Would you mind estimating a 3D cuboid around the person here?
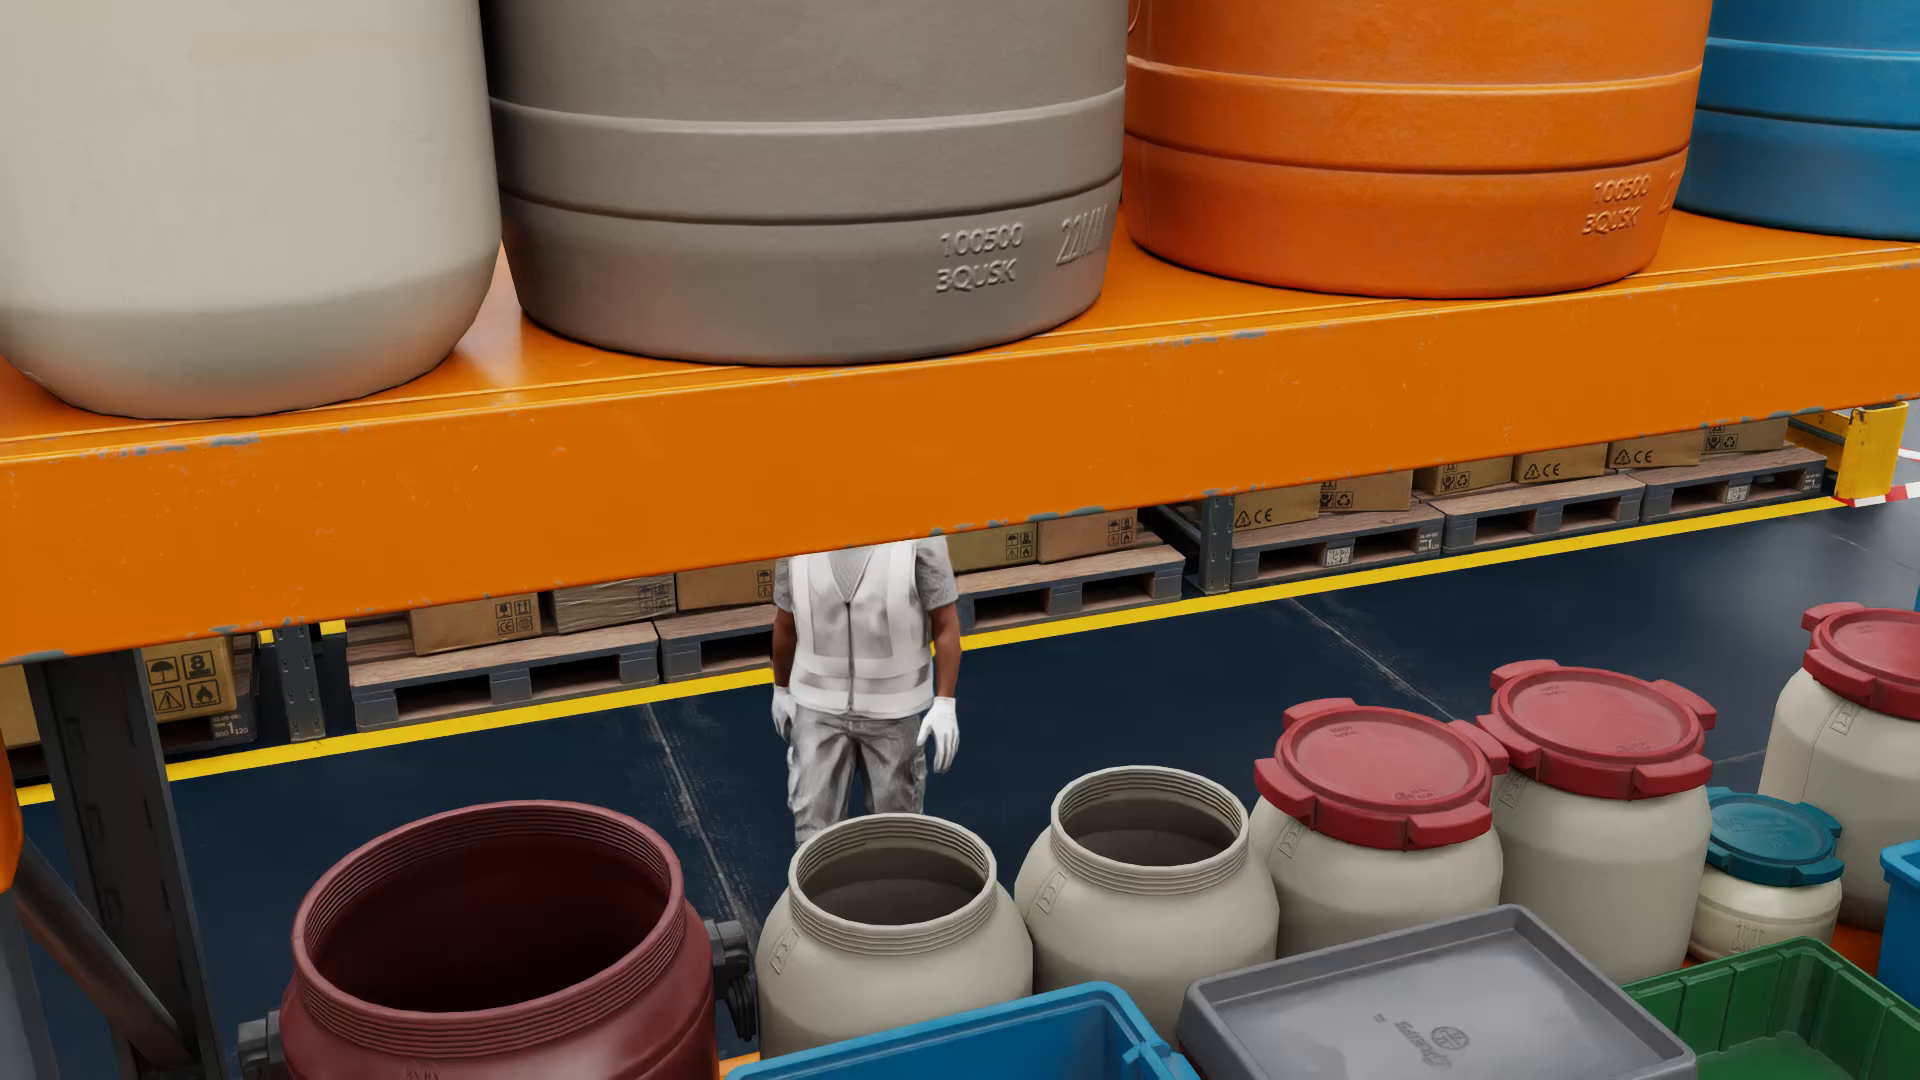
[{"bbox_3d":[-0.310,0.522,4.880,0.620,1.717,0.922,3,22,6],"label":"person"}]
